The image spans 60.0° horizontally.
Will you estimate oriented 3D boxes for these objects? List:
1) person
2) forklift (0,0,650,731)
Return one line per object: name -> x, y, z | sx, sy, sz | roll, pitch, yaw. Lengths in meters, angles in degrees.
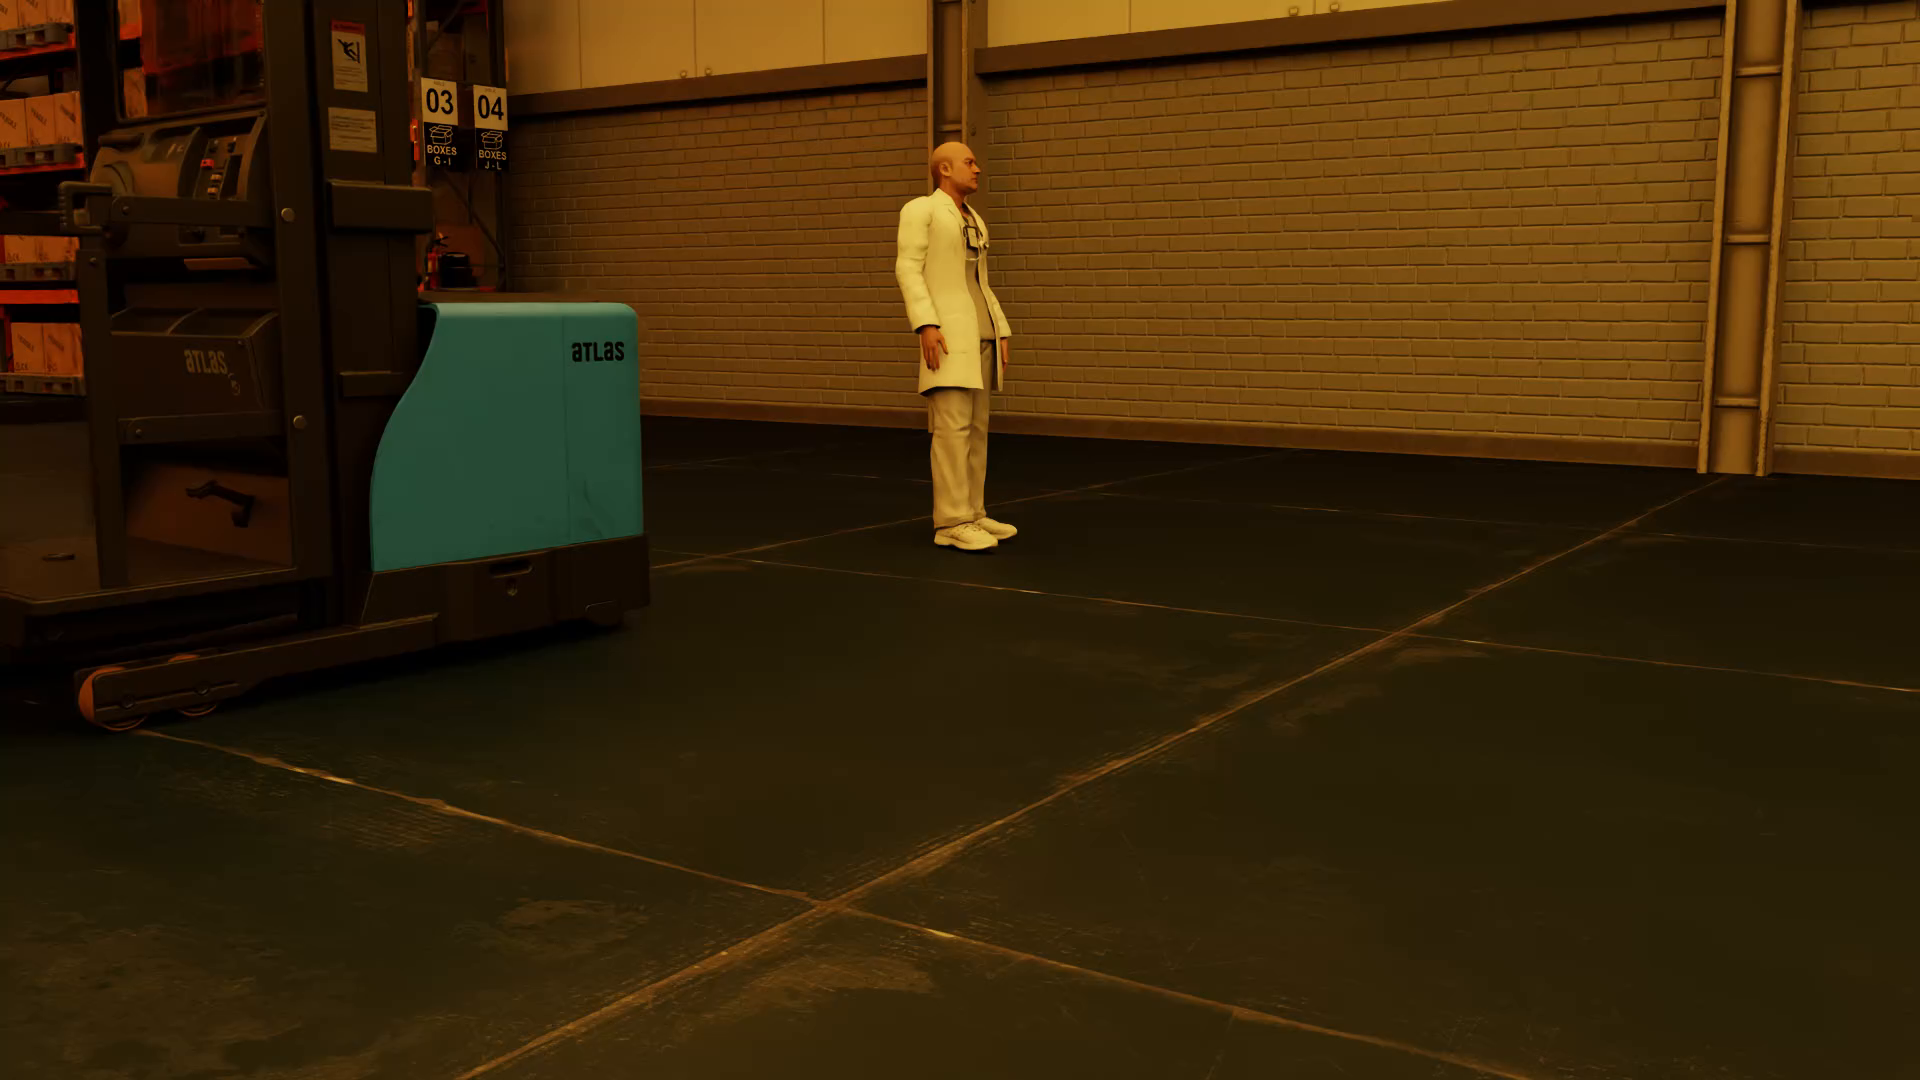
person -> 0.072, -0.880, 7.424 | 0.581, 1.776, 0.696 | 5, 10, 34
forklift -> -2.352, -1.046, 4.545 | 1.130, 2.935, 3.031 | 6, 10, 38
